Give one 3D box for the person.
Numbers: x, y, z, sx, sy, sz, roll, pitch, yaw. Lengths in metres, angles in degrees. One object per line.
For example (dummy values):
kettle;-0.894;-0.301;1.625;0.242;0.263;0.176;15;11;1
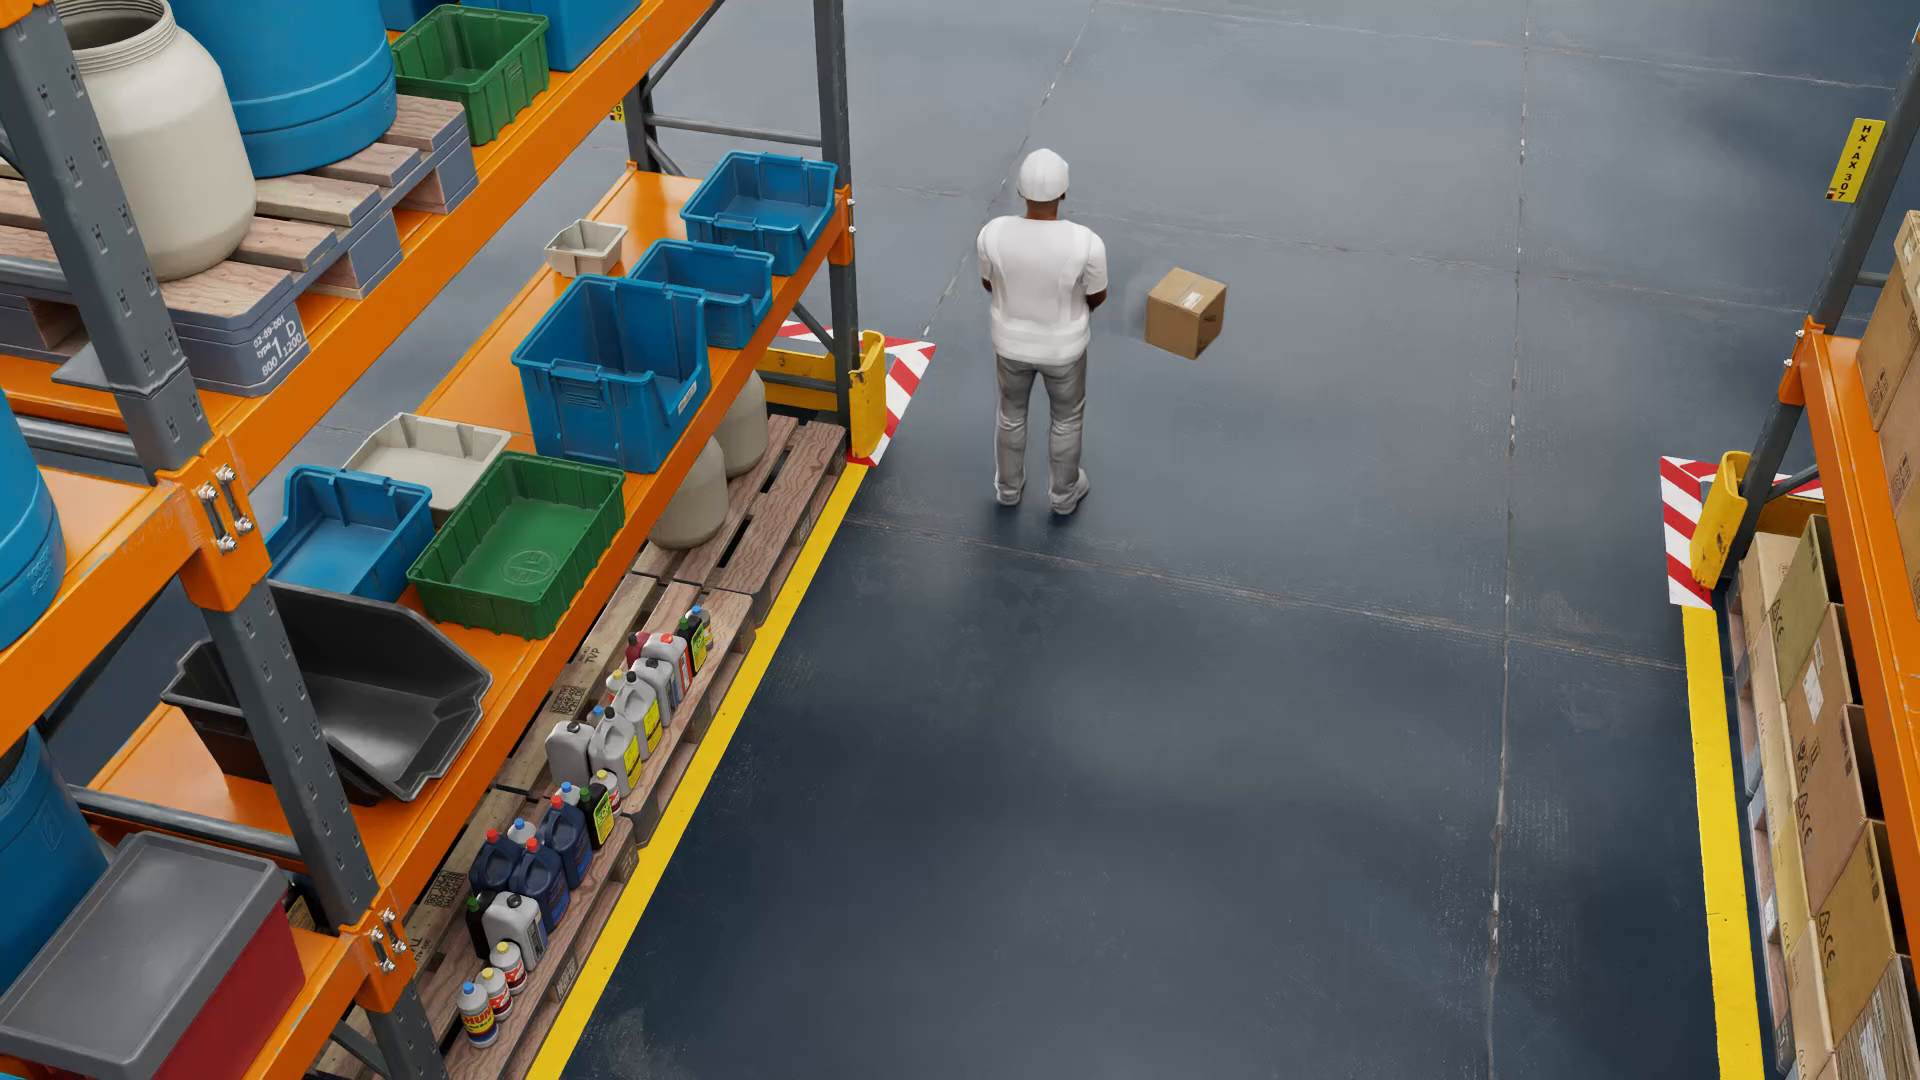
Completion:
person;0.363;-0.914;7.197;0.548;1.770;0.541;10;42;11
